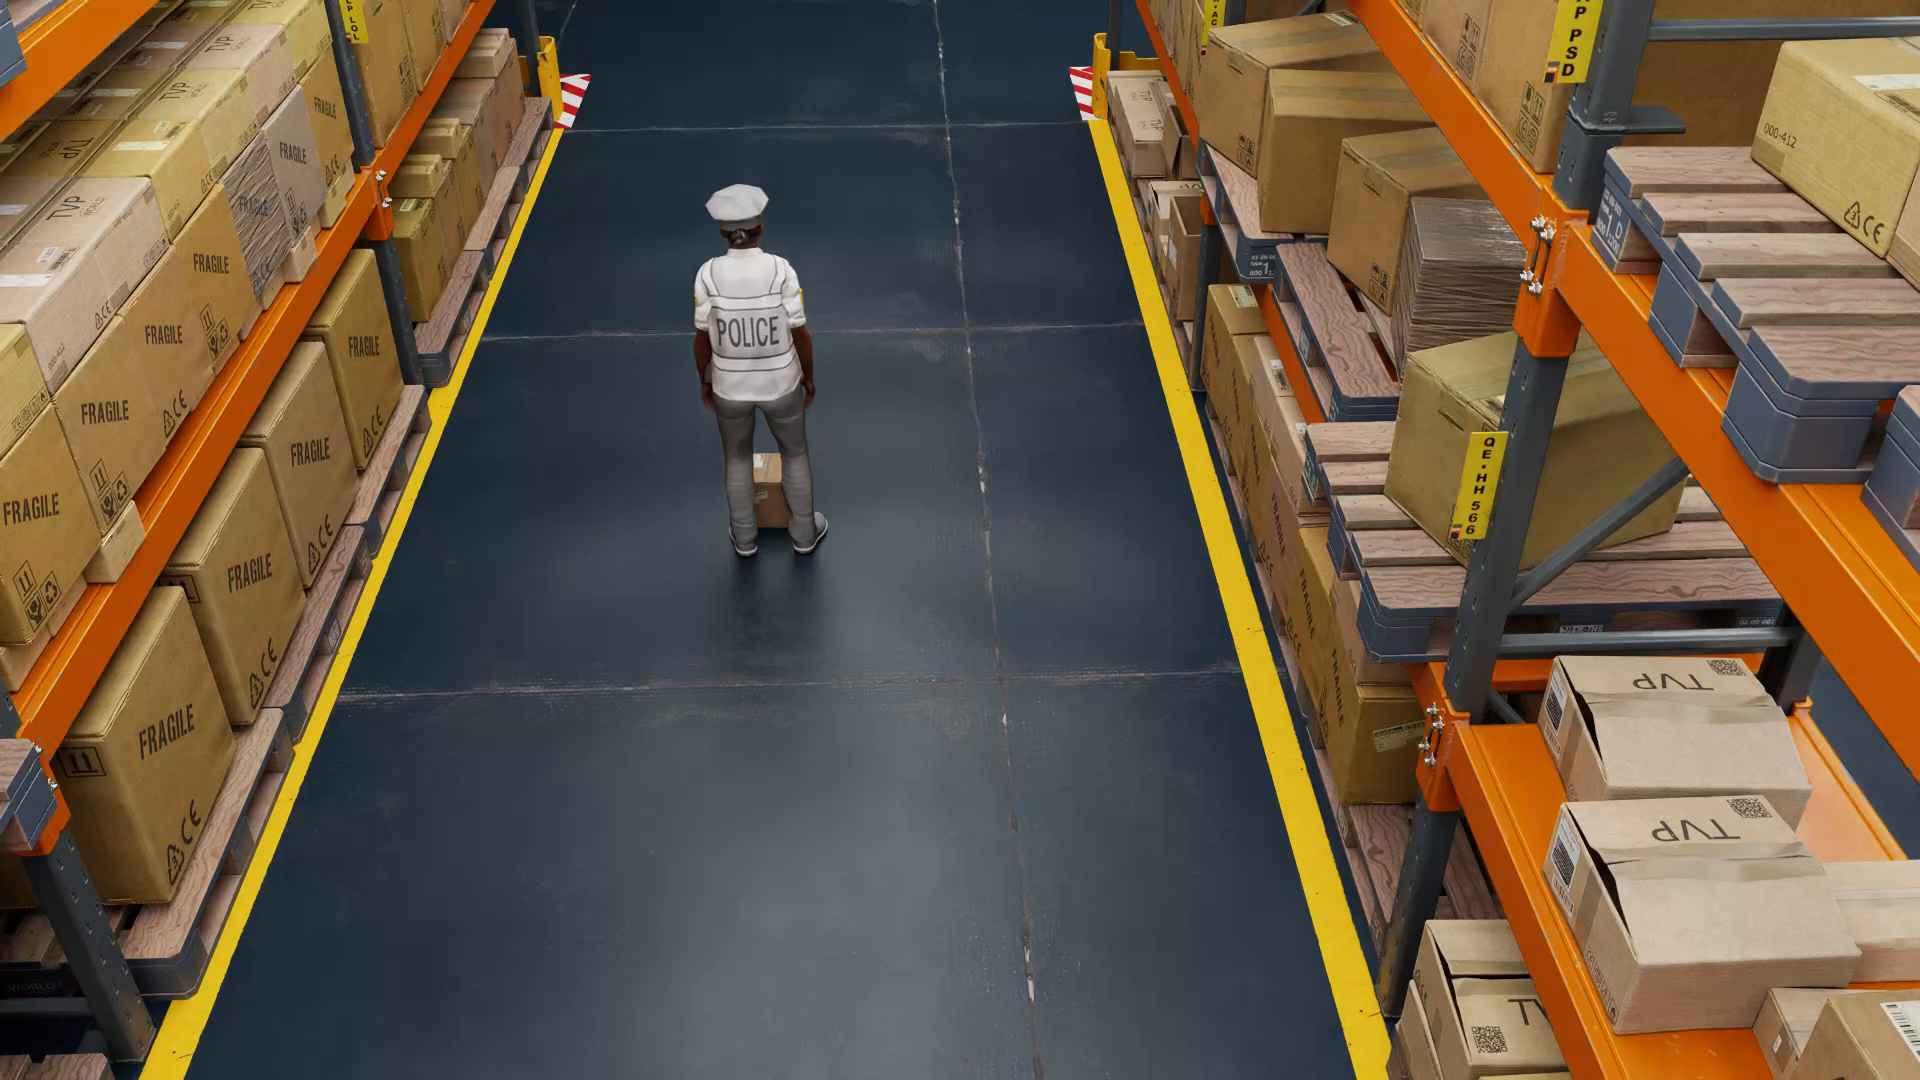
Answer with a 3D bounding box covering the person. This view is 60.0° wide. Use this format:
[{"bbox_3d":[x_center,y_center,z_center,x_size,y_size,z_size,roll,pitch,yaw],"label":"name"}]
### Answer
[{"bbox_3d":[-0.858,-0.668,7.086,0.509,1.658,0.395,-2,35,-2],"label":"person"}]
